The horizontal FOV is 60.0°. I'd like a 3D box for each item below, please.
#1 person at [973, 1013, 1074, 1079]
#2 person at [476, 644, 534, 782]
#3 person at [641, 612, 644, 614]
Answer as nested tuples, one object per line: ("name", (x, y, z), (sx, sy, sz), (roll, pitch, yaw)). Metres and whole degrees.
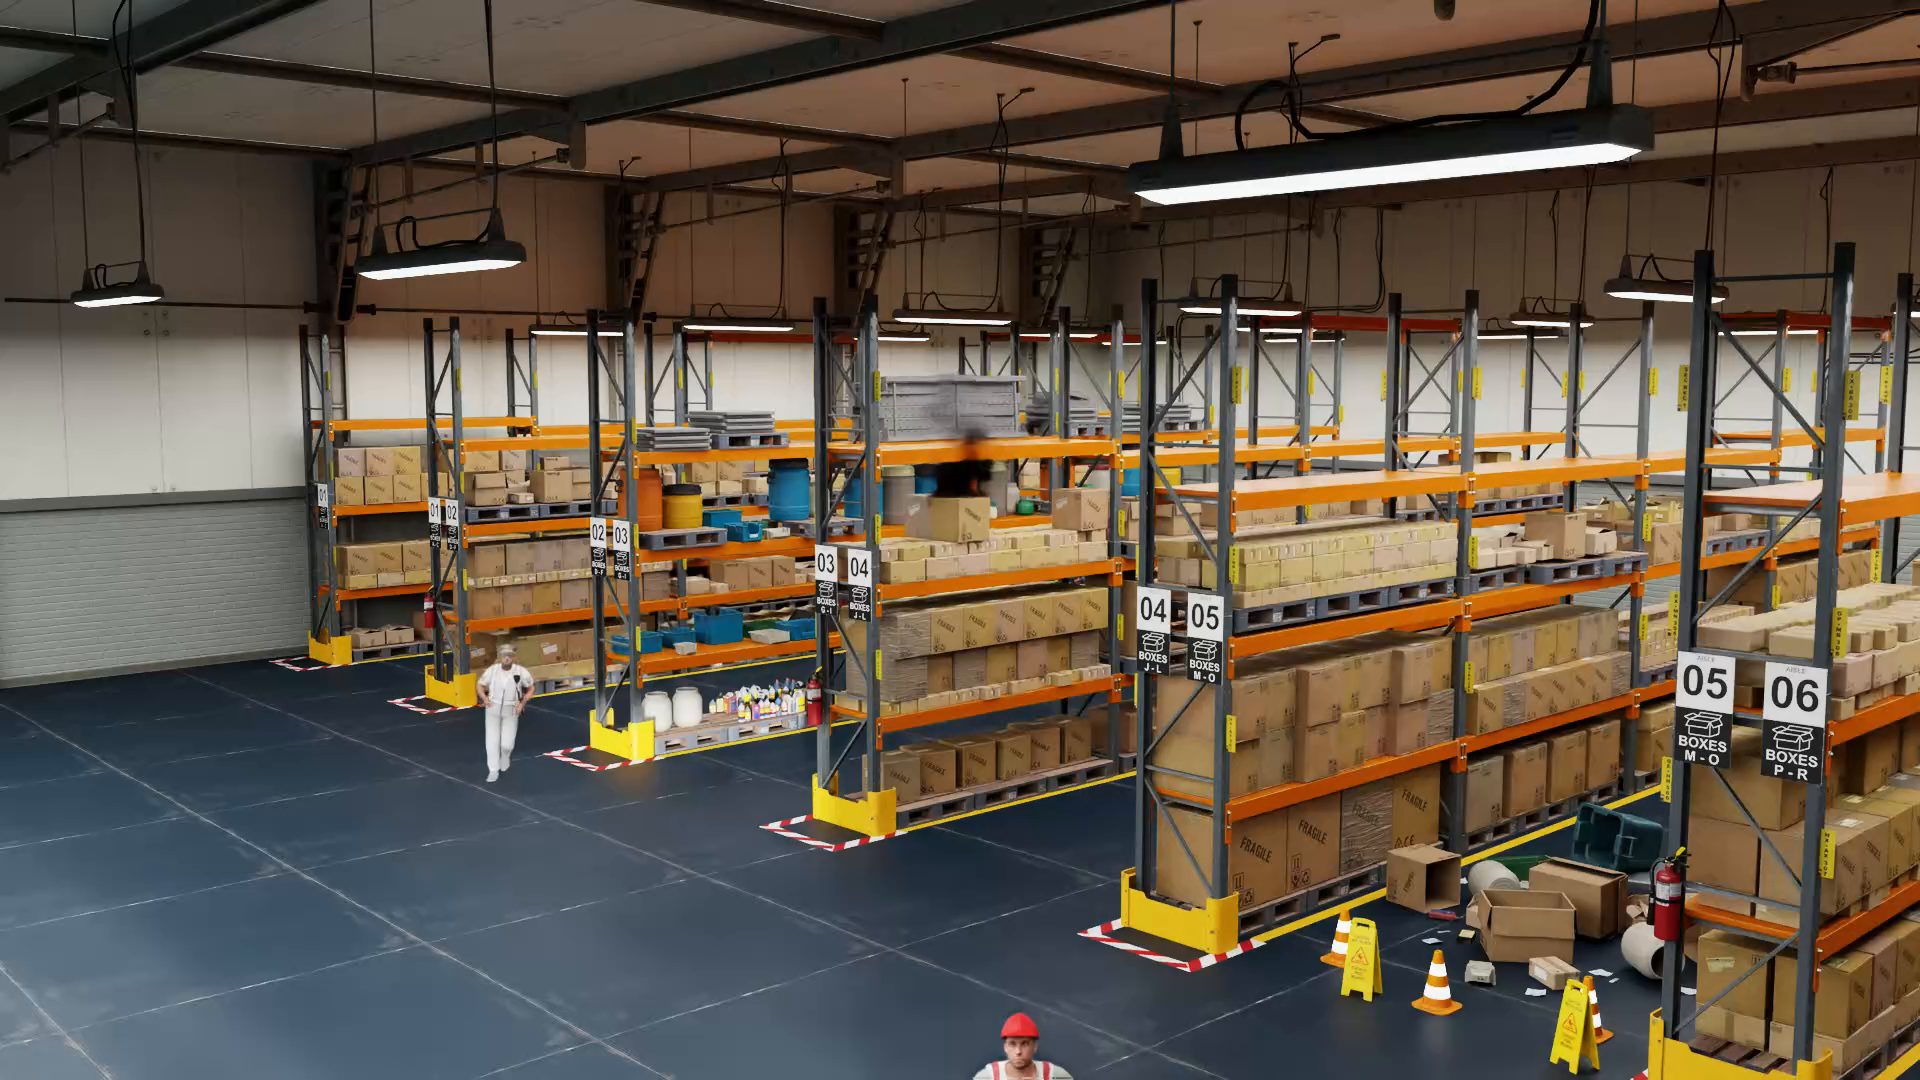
("person", (0.343, 3.405, 8.960), (0.669, 1.754, 0.825), (0, 6, 2))
("person", (-5.802, 2.175, 21.222), (0.713, 1.736, 0.651), (-1, 6, -8))
("person", (-5.910, 1.259, 30.541), (0.877, 1.641, 0.577), (-6, 8, -44))
